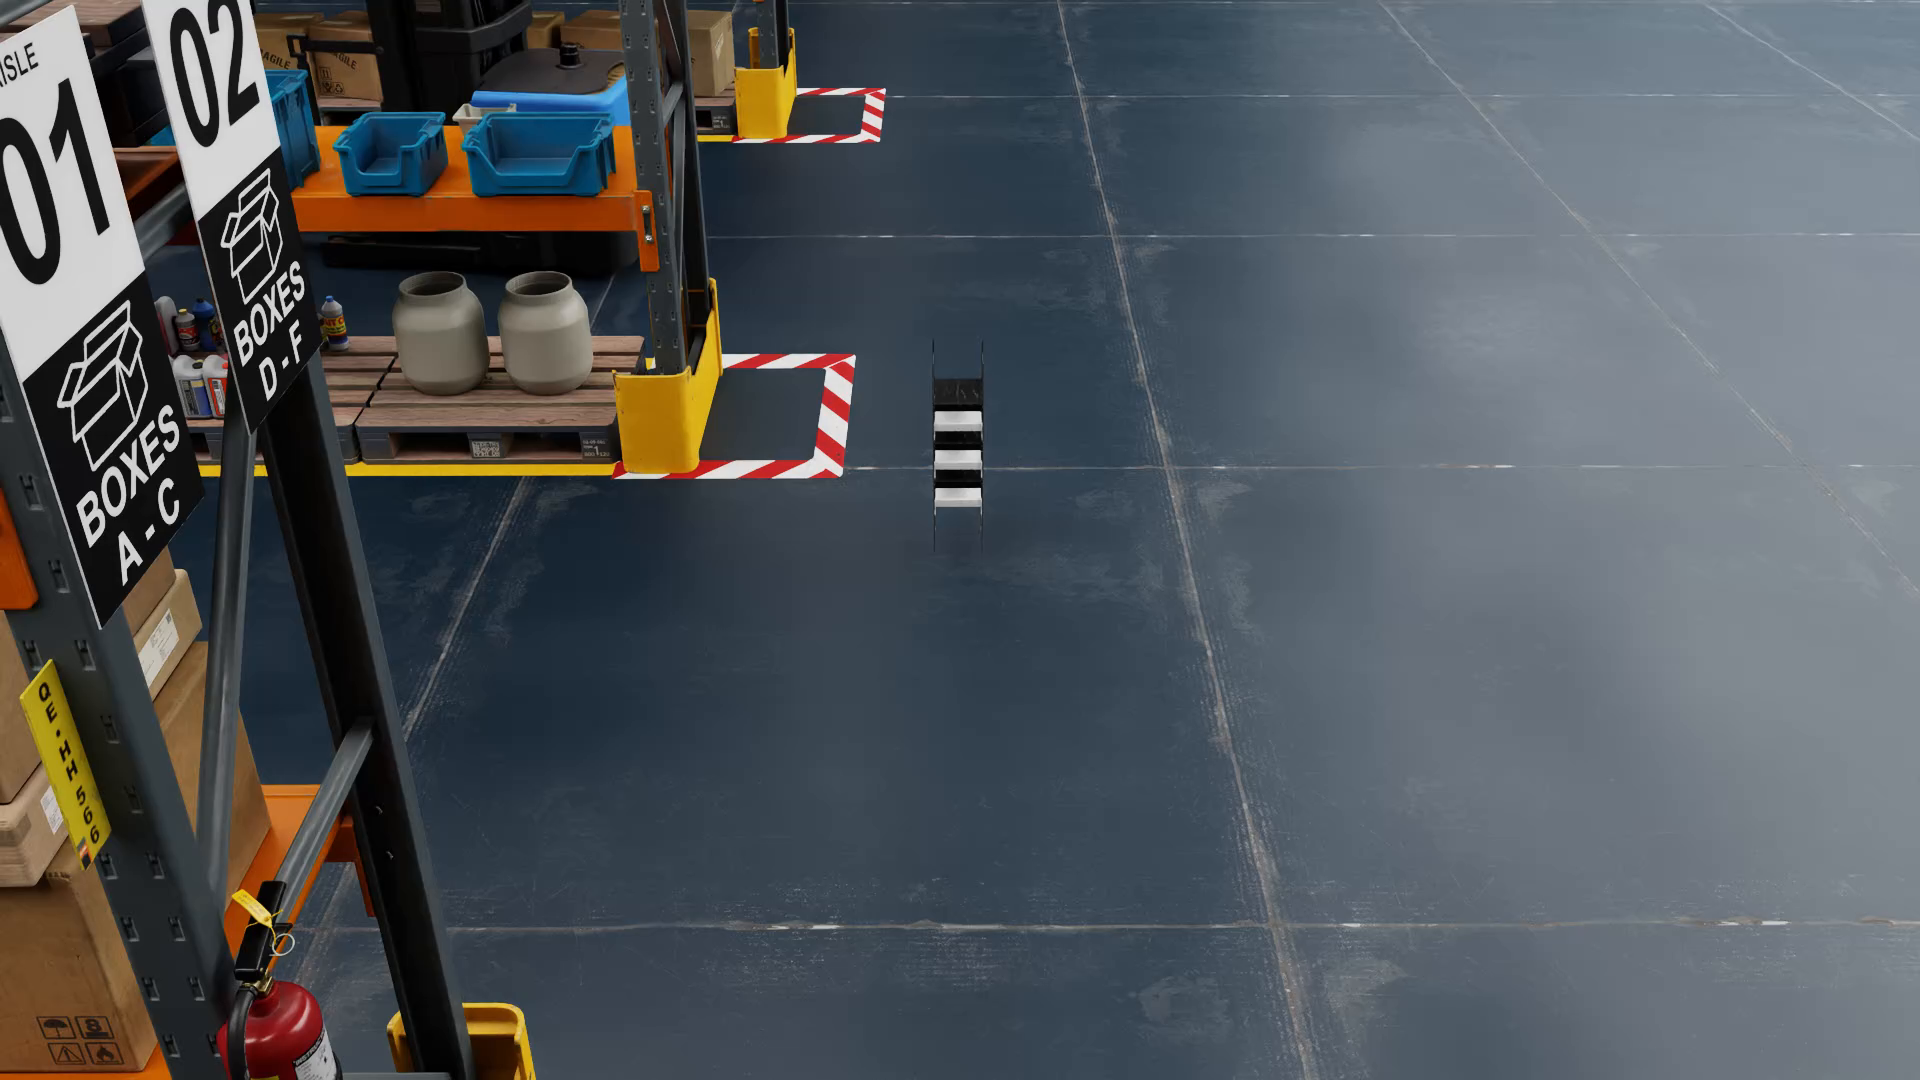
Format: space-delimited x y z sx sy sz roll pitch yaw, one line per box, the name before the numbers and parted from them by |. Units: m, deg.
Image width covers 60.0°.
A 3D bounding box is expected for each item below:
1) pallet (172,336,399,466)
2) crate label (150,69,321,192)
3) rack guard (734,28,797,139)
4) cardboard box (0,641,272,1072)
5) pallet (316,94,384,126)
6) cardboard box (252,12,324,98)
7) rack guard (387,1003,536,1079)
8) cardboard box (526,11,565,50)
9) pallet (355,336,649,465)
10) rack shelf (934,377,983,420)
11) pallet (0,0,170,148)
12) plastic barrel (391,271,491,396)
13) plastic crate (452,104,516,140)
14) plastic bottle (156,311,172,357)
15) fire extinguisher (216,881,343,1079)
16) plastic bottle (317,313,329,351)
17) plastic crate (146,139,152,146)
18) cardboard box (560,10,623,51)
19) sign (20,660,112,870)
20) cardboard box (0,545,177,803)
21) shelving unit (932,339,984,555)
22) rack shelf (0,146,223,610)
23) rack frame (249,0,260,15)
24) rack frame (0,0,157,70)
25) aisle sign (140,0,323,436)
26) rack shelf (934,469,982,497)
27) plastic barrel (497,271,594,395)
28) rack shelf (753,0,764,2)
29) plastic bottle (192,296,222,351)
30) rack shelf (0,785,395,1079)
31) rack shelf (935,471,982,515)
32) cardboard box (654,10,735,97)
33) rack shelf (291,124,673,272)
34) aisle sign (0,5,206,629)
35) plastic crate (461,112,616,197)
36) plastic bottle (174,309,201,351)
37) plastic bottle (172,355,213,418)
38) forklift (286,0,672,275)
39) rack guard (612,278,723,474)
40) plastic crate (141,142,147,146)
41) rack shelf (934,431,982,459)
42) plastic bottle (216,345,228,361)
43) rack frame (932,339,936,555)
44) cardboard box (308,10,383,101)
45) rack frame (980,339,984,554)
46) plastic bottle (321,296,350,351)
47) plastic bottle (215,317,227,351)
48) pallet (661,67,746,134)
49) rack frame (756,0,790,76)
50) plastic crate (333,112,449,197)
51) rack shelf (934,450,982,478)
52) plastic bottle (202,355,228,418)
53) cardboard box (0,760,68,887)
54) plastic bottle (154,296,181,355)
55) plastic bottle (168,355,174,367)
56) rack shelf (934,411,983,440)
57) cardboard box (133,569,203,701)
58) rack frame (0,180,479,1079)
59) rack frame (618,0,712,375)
pallet | -3.440 -0.701 8.202 1.213 0.211 1.003 0 31 0
crate label | -3.174 -1.789 7.273 0.616 0.435 0.502 0 31 0
rack guard | -1.441 -3.420 12.405 0.348 0.500 1.175 0 31 0
cardboard box | -1.776 0.602 3.270 0.500 0.500 0.700 0 31 0
pallet | -4.693 -3.305 12.493 1.213 0.211 1.003 0 31 0
cardboard box | -4.964 -3.568 12.244 0.500 0.500 0.500 -1 31 -2
rack guard | -1.285 1.718 3.936 0.348 0.500 1.175 0 31 0
cardboard box | -3.213 -3.595 12.288 0.500 0.500 0.500 3 31 4
pallet | -2.223 -0.703 8.206 1.213 0.211 1.003 0 31 0
rack shelf | -0.008 -0.587 6.894 0.200 0.077 0.258 0 31 0
pallet | -2.016 -0.606 2.551 1.213 0.211 1.003 0 31 0
plastic barrel | -2.494 -0.992 7.988 0.421 0.512 0.421 0 31 0
plastic crate | -2.232 -1.971 7.861 0.250 0.136 0.298 0 31 0
plastic bottle | -4.014 -1.030 8.251 0.133 0.283 0.061 0 31 0
fire extinguisher | -1.188 0.923 2.911 0.183 0.674 0.296 0 31 0
plastic bottle | -3.253 -1.067 8.391 0.097 0.201 0.097 0 31 0
plastic crate | -3.712 -1.931 7.795 0.437 0.136 0.530 0 31 0
cardboard box | -2.587 -3.587 12.275 0.500 0.500 0.500 8 32 13
sign | -1.319 0.335 2.462 0.005 0.325 0.100 0 31 0
cardboard box | -1.828 0.047 2.933 0.500 0.500 0.700 0 31 0
shelving unit | -0.008 -0.385 7.017 0.210 0.900 0.258 0 31 0
rack shelf | -3.309 -0.319 2.686 4.000 0.370 1.077 0 31 0
rack frame | -5.365 -4.476 11.736 0.127 3.000 1.000 0 31 0
rack frame | -1.309 -1.915 1.731 0.127 3.000 1.000 0 31 0
aisle sign | -1.245 -0.621 2.876 0.004 0.787 0.394 0 31 0
rack shelf | -0.008 -0.279 7.081 0.200 0.077 0.258 0 31 0
plastic barrel | -1.992 -0.994 7.990 0.421 0.512 0.421 0 31 0
rack shelf | -3.365 -4.175 11.933 4.000 0.370 1.077 0 31 0
plastic bottle | -3.795 -1.095 8.370 0.097 0.271 0.097 0 31 0
rack shelf | -3.309 0.963 3.464 4.000 0.370 1.077 0 31 0
rack shelf | -0.008 -0.202 7.127 0.200 0.077 0.258 0 31 0
cardboard box | -1.989 -3.607 12.307 0.500 0.500 0.500 5 32 9
rack shelf | -3.335 -1.606 7.699 4.000 0.370 1.077 0 31 0
aisle sign | -1.241 -0.310 2.363 0.004 0.787 0.394 0 31 0
plastic crate | -1.833 -1.699 7.303 0.616 0.251 0.499 0 31 0
plastic bottle | -3.897 -1.065 8.387 0.097 0.201 0.097 0 31 0
plastic bottle | -3.560 -0.723 7.752 0.135 0.276 0.152 -1 31 -2
forklift | -3.369 -3.145 9.609 3.031 2.935 1.130 4 31 7
rack guard | -1.410 -0.826 8.130 0.348 0.500 1.175 0 31 0
plastic crate | -3.976 -1.675 7.322 0.662 0.188 0.450 0 31 0
rack shelf | -0.008 -0.433 6.987 0.200 0.077 0.258 0 31 0
plastic bottle | -3.422 -0.782 7.842 0.133 0.283 0.061 0 31 0
rack frame | -0.110 -0.384 7.016 0.006 0.900 0.240 0 31 0
cardboard box | -4.392 -3.574 12.253 0.500 0.500 0.500 10 33 15
rack frame | 0.094 -0.385 7.017 0.006 0.900 0.240 0 31 0
plastic bottle | -3.150 -1.097 8.373 0.097 0.271 0.097 0 31 0
plastic bottle | -3.692 -1.066 8.388 0.097 0.201 0.097 0 31 0
pallet | -2.253 -3.312 12.506 1.213 0.211 1.003 0 31 0
rack frame | -1.365 -4.489 11.757 0.127 3.000 1.000 0 31 0
plastic crate | -2.483 -1.700 7.304 0.408 0.251 0.499 0 31 0
rack shelf | -0.008 -0.356 7.034 0.200 0.077 0.258 0 31 0
plastic bottle | -3.421 -0.724 7.753 0.135 0.276 0.152 0 31 0
cardboard box | -1.690 0.430 2.929 0.250 0.149 0.380 -1 31 -1
plastic bottle | -4.015 -1.082 8.344 0.135 0.276 0.152 0 31 1
plastic bottle | -3.725 -0.753 7.728 0.185 0.351 0.144 1 31 2
rack shelf | -0.008 -0.510 6.940 0.200 0.077 0.258 0 31 0
cardboard box | -1.702 0.219 3.276 0.250 0.149 0.380 0 31 -1
rack frame | -1.309 0.650 3.288 0.127 3.000 1.000 0 31 0
rack frame | -1.335 -1.920 7.522 0.127 3.000 1.000 0 31 0
